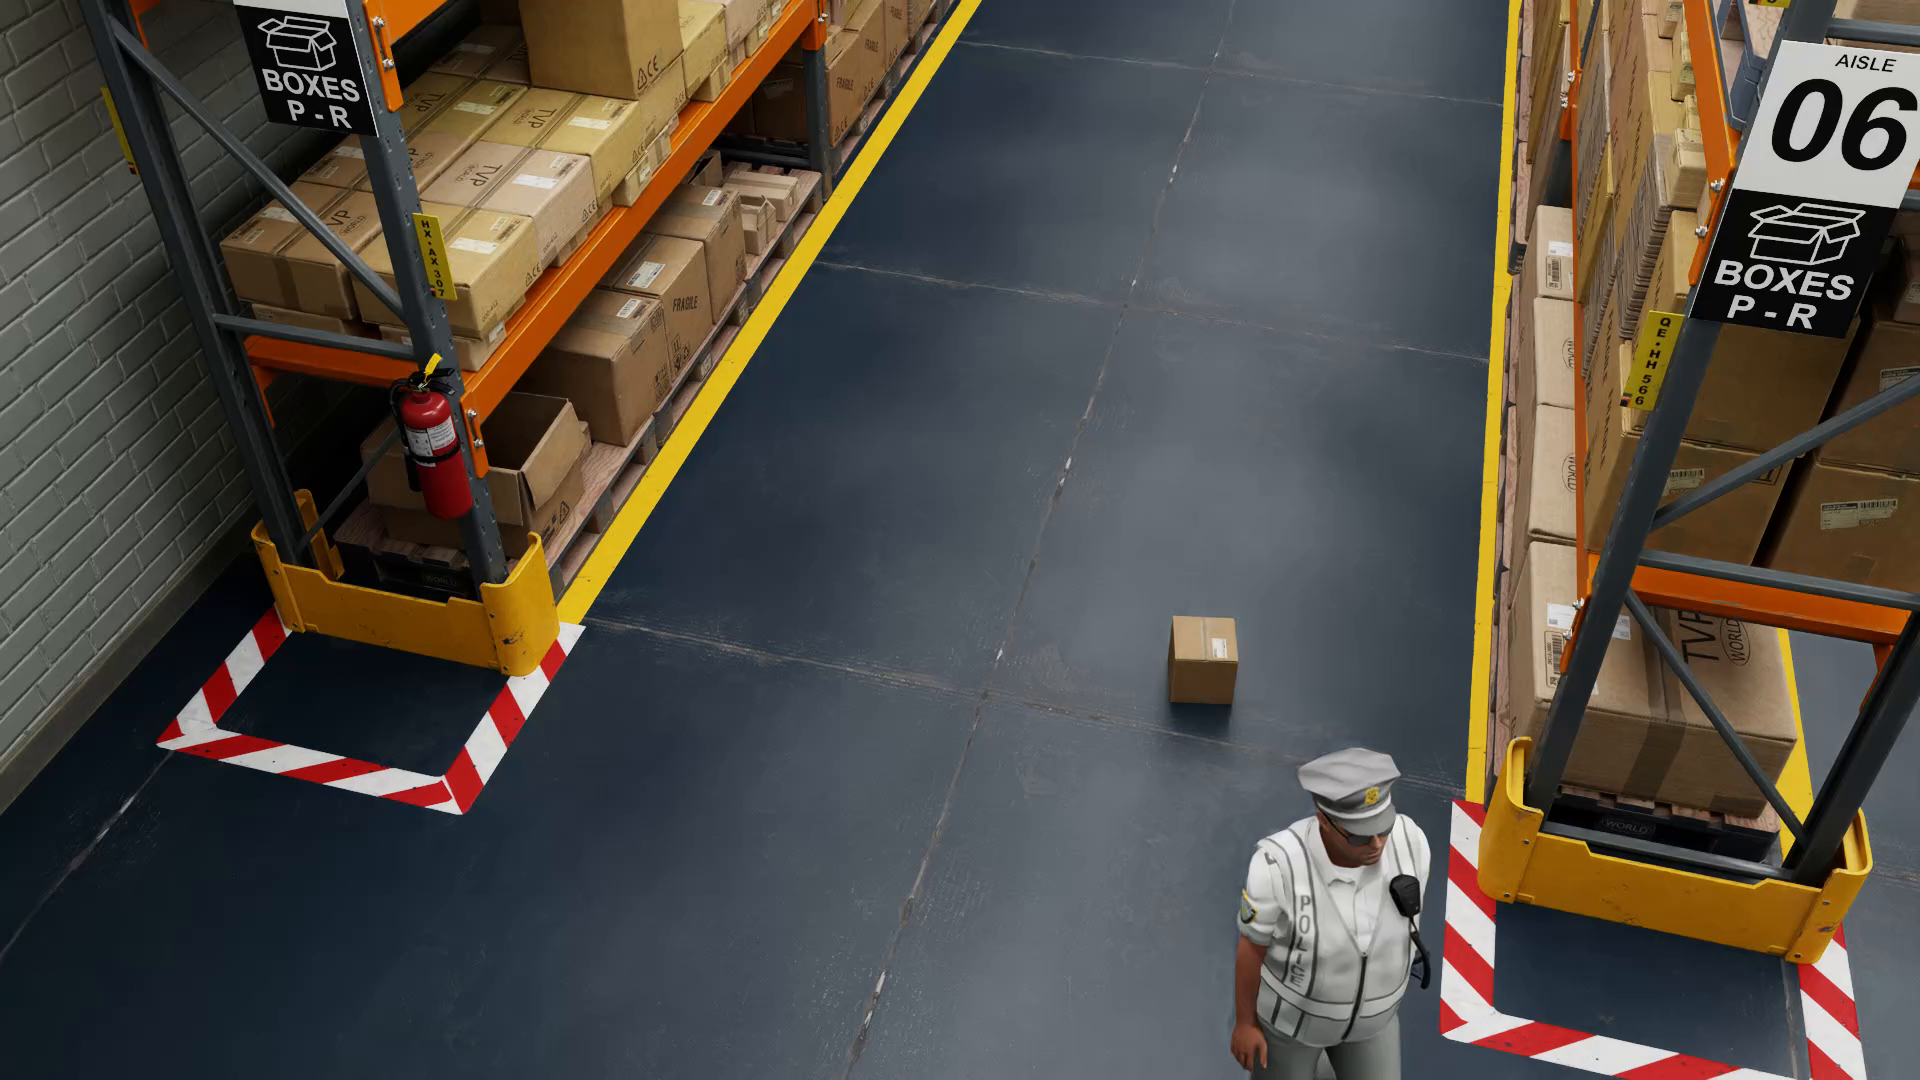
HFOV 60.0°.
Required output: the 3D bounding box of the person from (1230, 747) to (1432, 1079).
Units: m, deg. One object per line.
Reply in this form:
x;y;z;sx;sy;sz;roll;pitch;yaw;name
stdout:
1.015;1.269;4.643;0.545;1.786;0.484;-6;41;-7;person
